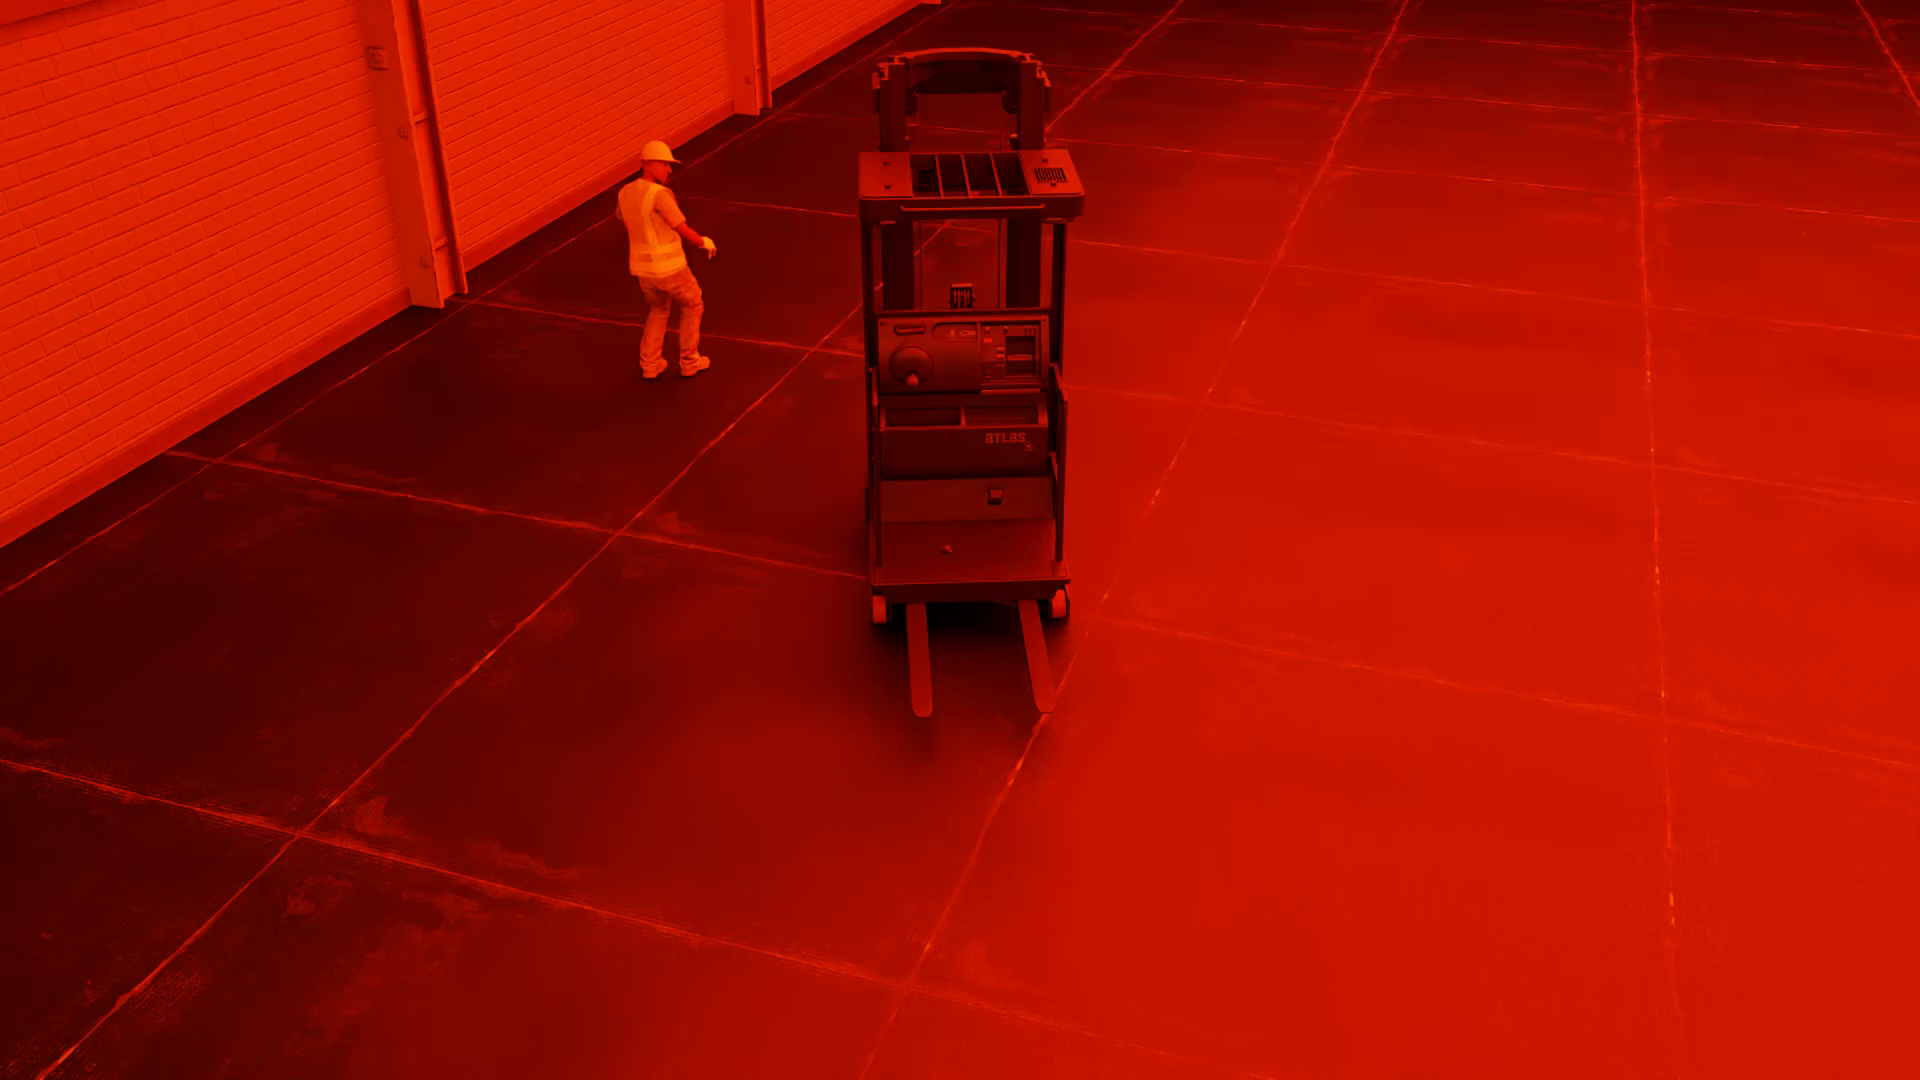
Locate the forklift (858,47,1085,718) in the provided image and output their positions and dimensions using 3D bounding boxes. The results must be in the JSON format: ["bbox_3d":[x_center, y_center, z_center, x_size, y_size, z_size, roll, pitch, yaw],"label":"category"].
[{"bbox_3d":[0.035,-0.972,8.842,1.130,2.935,3.031,-2,30,-3],"label":"forklift"}]

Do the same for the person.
[{"bbox_3d":[-2.111,-1.985,11.870,0.803,1.723,0.564,19,35,30],"label":"person"}]
